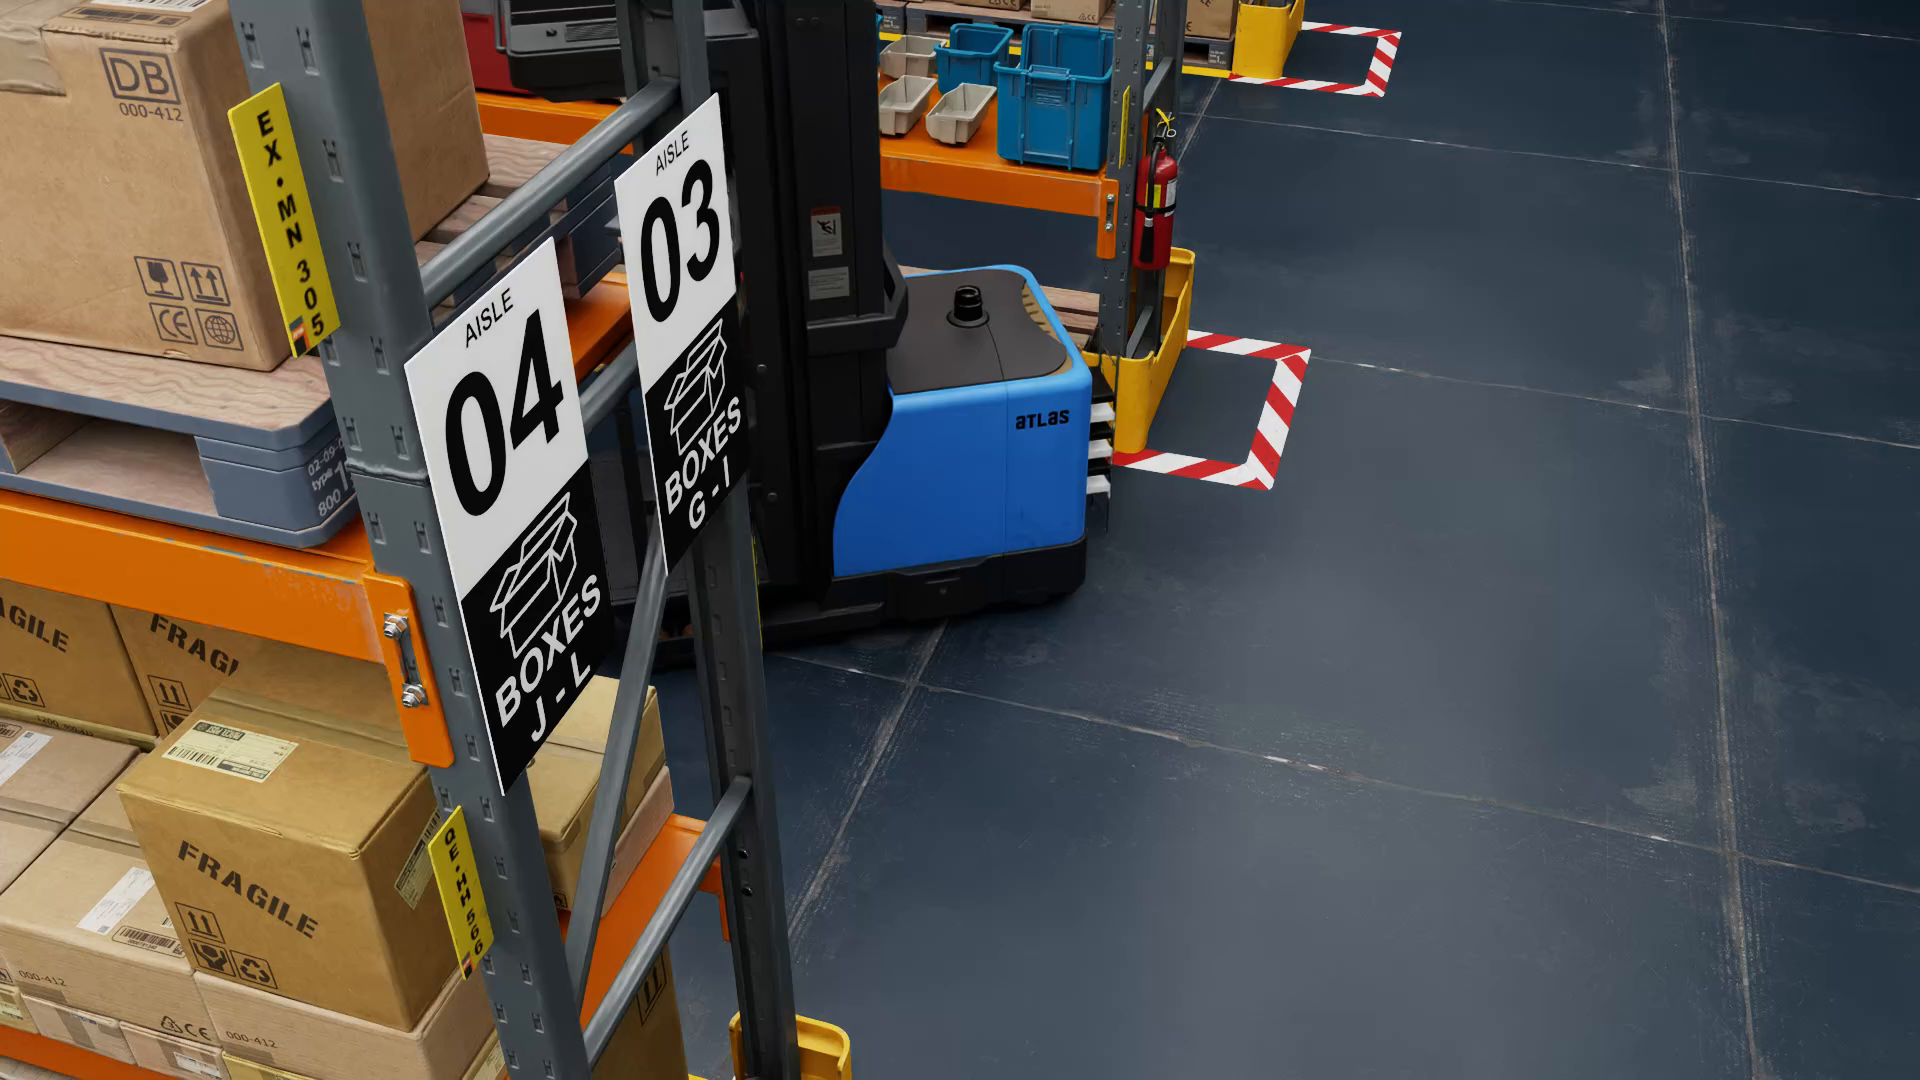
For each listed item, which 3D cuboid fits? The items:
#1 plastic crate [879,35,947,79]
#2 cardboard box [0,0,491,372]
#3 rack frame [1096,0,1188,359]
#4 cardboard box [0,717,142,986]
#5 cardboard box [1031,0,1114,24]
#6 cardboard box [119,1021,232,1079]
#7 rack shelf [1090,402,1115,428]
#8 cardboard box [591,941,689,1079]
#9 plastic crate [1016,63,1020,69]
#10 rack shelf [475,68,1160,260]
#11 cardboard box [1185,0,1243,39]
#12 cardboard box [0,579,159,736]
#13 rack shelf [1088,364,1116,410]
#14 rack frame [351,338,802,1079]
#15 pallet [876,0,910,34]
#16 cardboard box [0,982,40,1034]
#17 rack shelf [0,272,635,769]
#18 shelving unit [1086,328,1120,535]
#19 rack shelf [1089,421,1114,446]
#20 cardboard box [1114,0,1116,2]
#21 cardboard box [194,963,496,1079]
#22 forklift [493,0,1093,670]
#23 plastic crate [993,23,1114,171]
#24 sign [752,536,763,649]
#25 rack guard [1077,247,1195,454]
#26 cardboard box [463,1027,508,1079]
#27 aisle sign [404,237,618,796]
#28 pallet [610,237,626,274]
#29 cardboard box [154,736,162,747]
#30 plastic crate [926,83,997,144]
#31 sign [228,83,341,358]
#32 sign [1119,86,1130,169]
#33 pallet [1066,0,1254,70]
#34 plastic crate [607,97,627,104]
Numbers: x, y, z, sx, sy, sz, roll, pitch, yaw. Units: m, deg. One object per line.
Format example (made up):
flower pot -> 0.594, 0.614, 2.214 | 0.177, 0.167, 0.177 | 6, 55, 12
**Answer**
plastic crate -> -0.235, -2.332, 8.060 | 0.298, 0.136, 0.250 | 10, 38, 14
cardboard box -> -1.158, -0.678, 2.587 | 0.500, 0.500, 0.700 | 8, 37, 11
rack frame -> 0.832, -1.961, 7.383 | 0.127, 3.000, 1.000 | 10, 38, 14
cardboard box -> -2.157, 0.667, 3.689 | 0.500, 0.250, 0.500 | 9, 37, 12
cardboard box -> 0.822, -3.974, 12.067 | 0.500, 0.250, 0.500 | 10, 38, 14
cardboard box -> -1.573, 0.976, 3.605 | 0.250, 0.149, 0.380 | 11, 38, 14
rack shelf -> 0.518, -0.556, 6.999 | 0.200, 0.077, 0.258 | -8, 37, -11
cardboard box -> -1.280, 1.460, 4.173 | 0.875, 0.875, 0.875 | 10, 38, 14
plastic crate -> 0.413, -2.212, 7.897 | 0.298, 0.136, 0.250 | 10, 38, 14
rack shelf -> -1.078, -2.024, 8.077 | 4.000, 0.370, 1.077 | 10, 38, 14
cardboard box -> 1.720, -3.890, 11.742 | 0.500, 0.500, 0.500 | 10, 38, 14
cardboard box -> -1.997, 0.066, 3.872 | 0.500, 0.500, 0.500 | 10, 37, 13
rack shelf -> 0.518, -0.629, 6.946 | 0.200, 0.077, 0.258 | -8, 37, -11
rack frame -> -0.645, 0.842, 3.576 | 0.127, 3.000, 1.000 | 10, 38, 14
pallet -> -0.851, -4.225, 12.812 | 1.213, 0.211, 1.003 | 10, 38, 14
cardboard box -> -2.059, 0.887, 3.727 | 0.250, 0.149, 0.380 | 10, 37, 13
rack shelf -> -2.554, -0.430, 3.380 | 4.000, 0.370, 1.077 | 10, 38, 14
shelving unit -> 0.518, -0.438, 7.086 | 0.210, 0.900, 0.258 | -8, 37, -11
rack shelf -> 0.518, -0.484, 7.053 | 0.200, 0.077, 0.258 | -8, 37, -11
cardboard box -> 1.400, -4.177, 12.344 | 0.500, 0.250, 0.500 | 10, 38, 14
cardboard box -> -1.187, 0.847, 3.444 | 0.500, 0.250, 0.500 | 10, 38, 13
forklift -> -1.053, -1.014, 6.156 | 3.031, 2.935, 1.130 | -8, 37, -11
plastic crate -> 0.456, -1.953, 7.292 | 0.499, 0.435, 0.616 | 10, 38, 14
sign -> -0.474, 0.148, 3.721 | 0.005, 0.325, 0.100 | 10, 38, 14
rack guard -> 0.858, -0.957, 8.129 | 0.348, 0.500, 1.175 | 10, 38, 14
cardboard box -> -1.083, 1.066, 3.483 | 0.250, 0.149, 0.380 | 11, 38, 15
aisle sign -> -0.666, -0.023, 2.557 | 0.004, 0.787, 0.394 | 10, 38, 14
pallet -> -2.273, -1.437, 9.024 | 1.213, 0.211, 1.003 | 10, 38, 14
cardboard box -> -1.521, 0.457, 3.975 | 0.500, 0.250, 0.500 | 10, 38, 13
plastic crate -> -0.001, -1.920, 7.500 | 0.243, 0.136, 0.396 | 10, 38, 14
sign -> -0.820, -0.386, 2.034 | 0.005, 0.325, 0.100 | 10, 38, 14
sign -> 0.683, -1.712, 6.908 | 0.005, 0.325, 0.100 | 10, 38, 14
pallet -> 1.478, -3.793, 12.226 | 1.213, 0.211, 1.003 | 10, 38, 14
plastic crate -> -1.584, -2.270, 7.853 | 0.530, 0.282, 0.437 | 10, 38, 14
